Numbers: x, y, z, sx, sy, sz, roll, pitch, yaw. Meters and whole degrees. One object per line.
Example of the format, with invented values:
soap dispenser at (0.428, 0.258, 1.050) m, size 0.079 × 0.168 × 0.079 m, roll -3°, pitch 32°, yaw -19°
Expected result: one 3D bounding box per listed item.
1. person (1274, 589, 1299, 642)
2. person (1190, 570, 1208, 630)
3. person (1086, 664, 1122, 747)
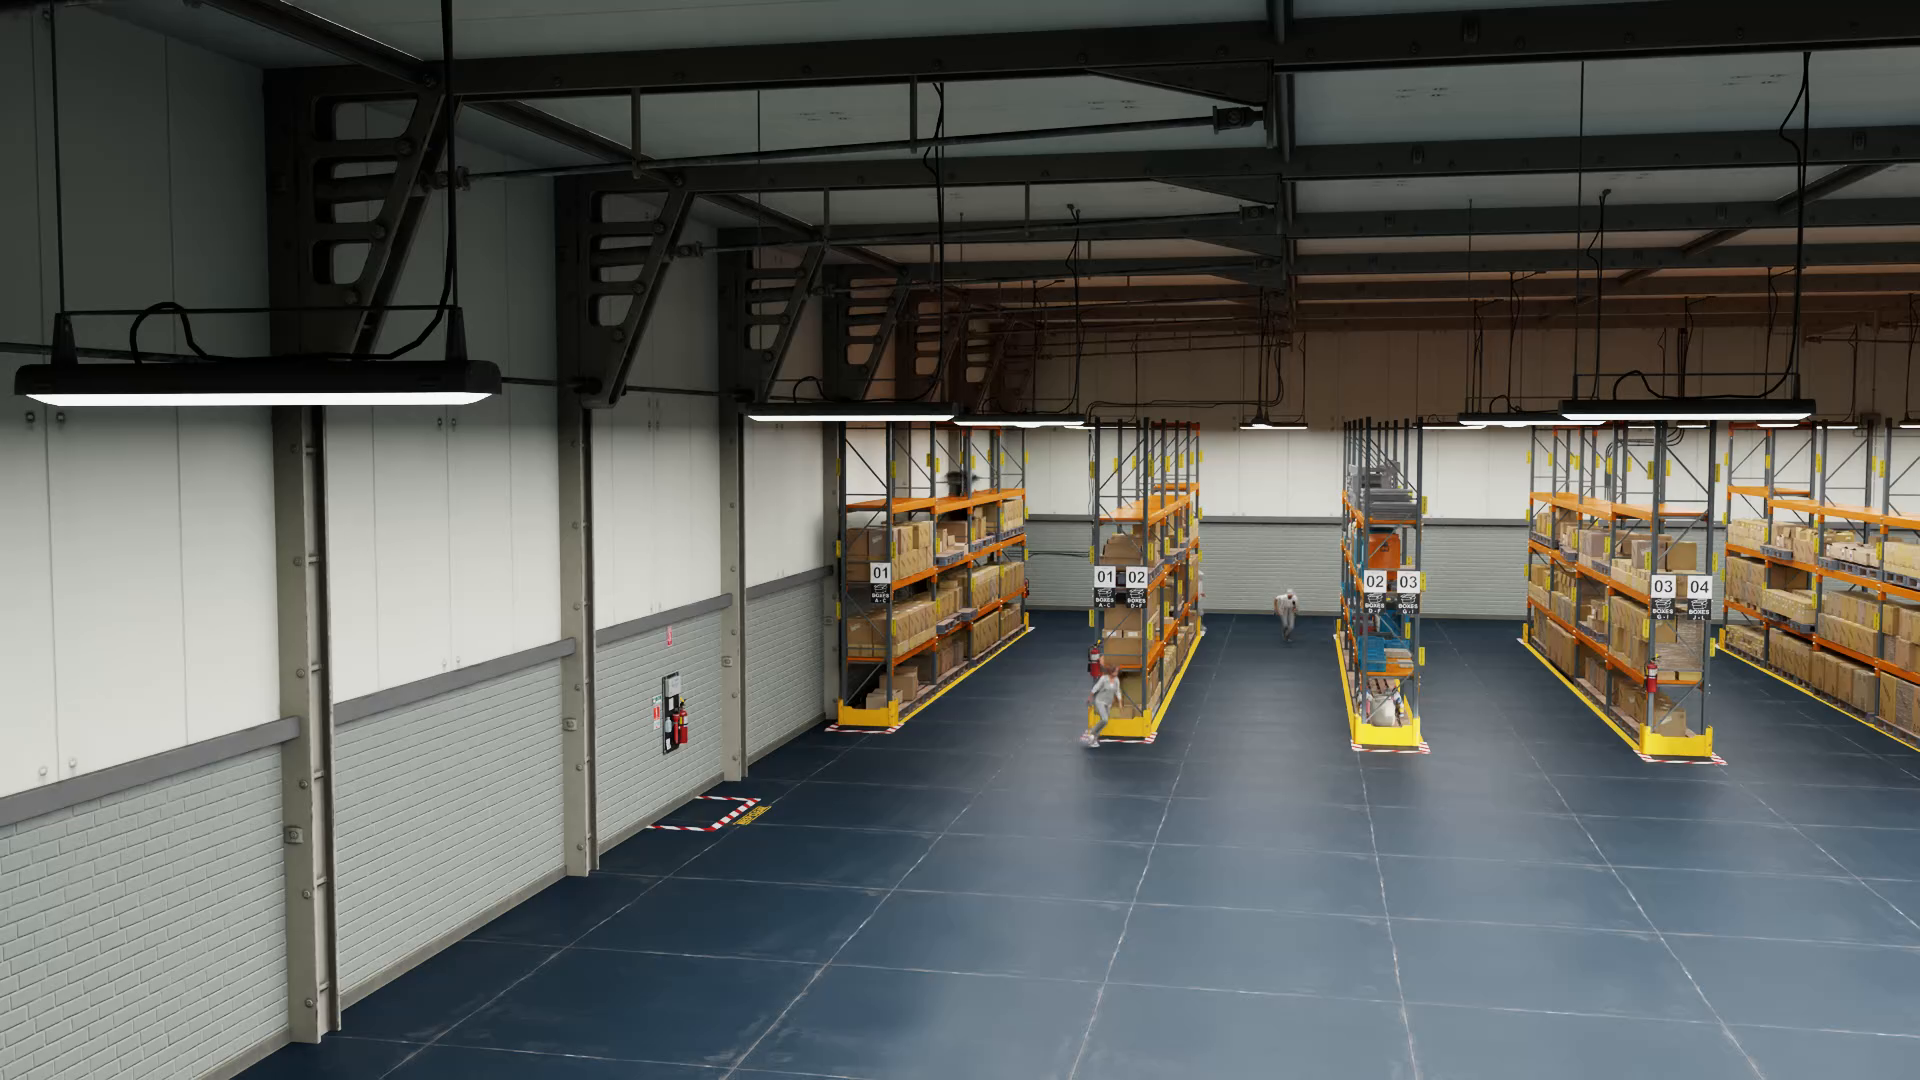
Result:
person at (8.871, 2.052, 45.201) m, size 0.635 × 1.490 × 0.825 m, roll 0°, pitch 4°, yaw 0°
person at (6.718, 1.737, 48.055) m, size 0.867 × 1.761 × 0.585 m, roll 1°, pitch 4°, yaw 18°
person at (2.625, 2.999, 30.169) m, size 0.551 × 1.526 × 0.663 m, roll -3°, pitch 5°, yaw -35°
